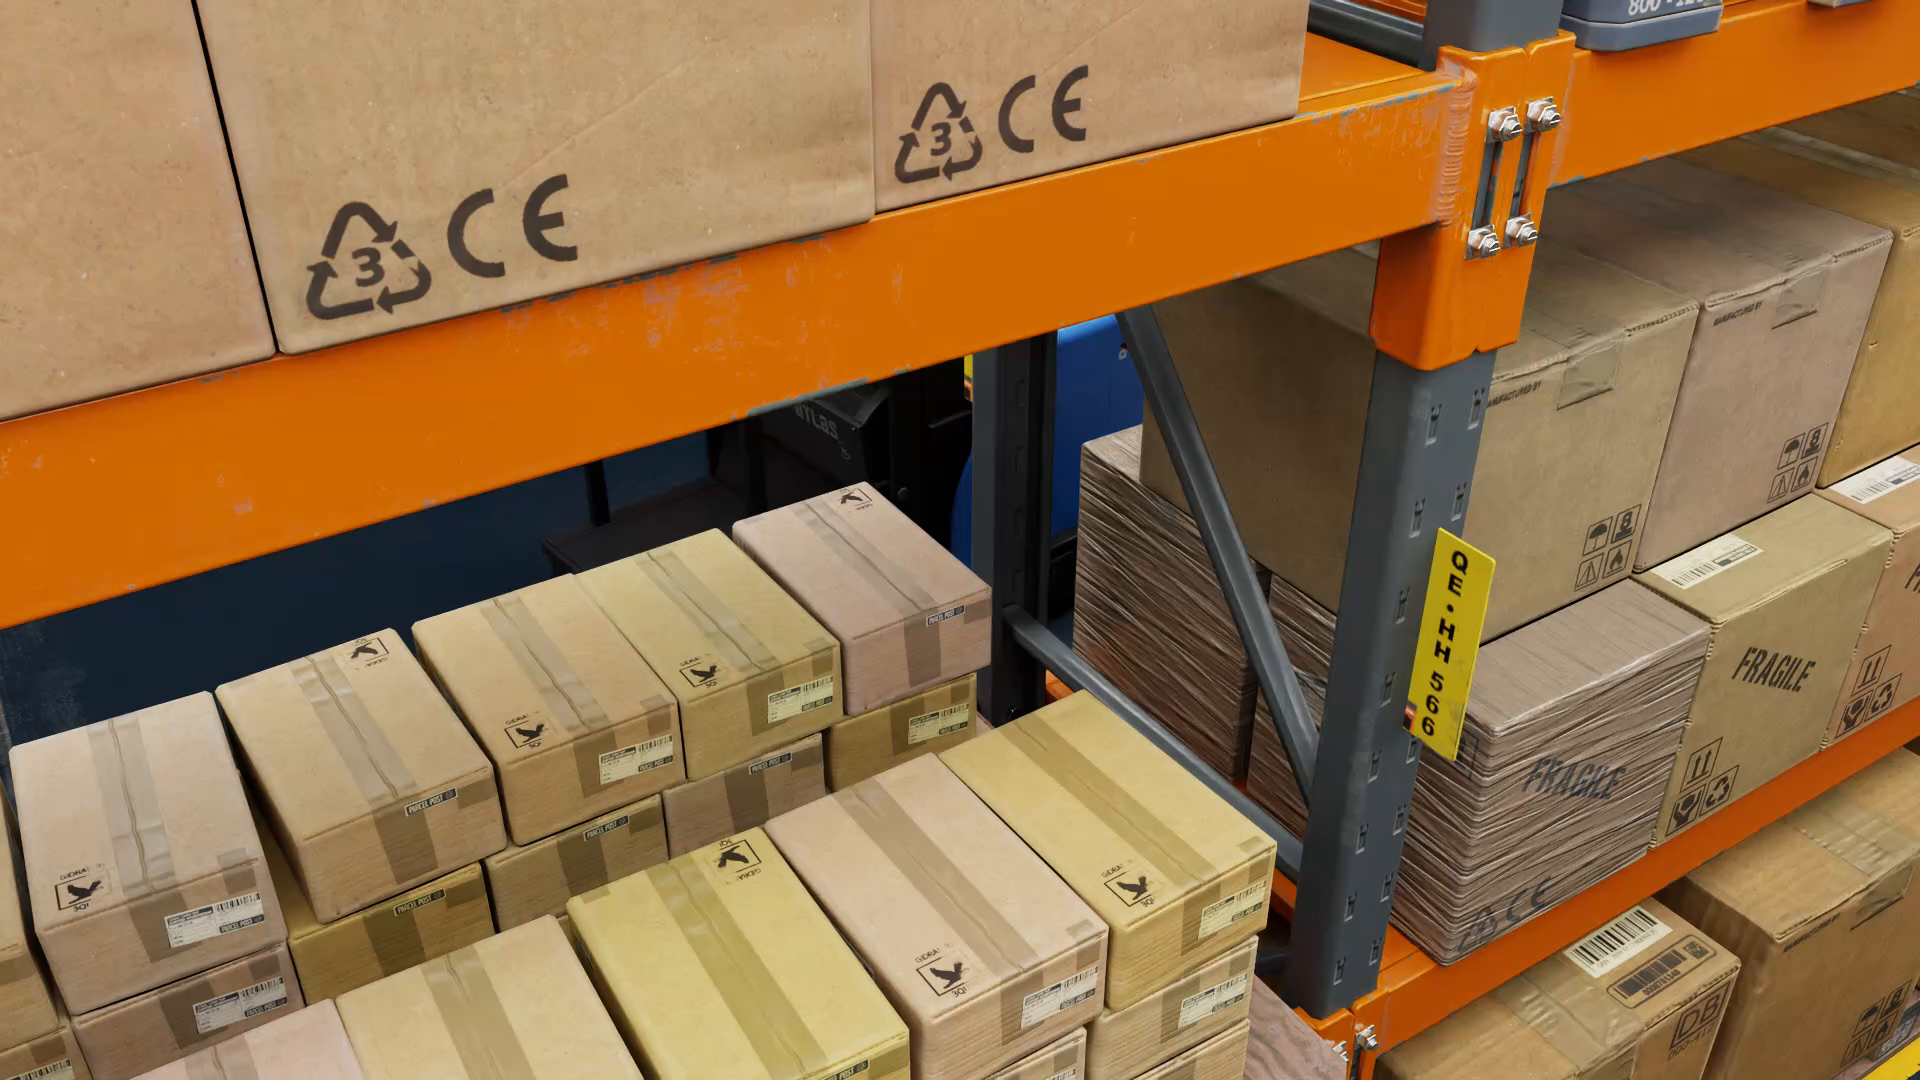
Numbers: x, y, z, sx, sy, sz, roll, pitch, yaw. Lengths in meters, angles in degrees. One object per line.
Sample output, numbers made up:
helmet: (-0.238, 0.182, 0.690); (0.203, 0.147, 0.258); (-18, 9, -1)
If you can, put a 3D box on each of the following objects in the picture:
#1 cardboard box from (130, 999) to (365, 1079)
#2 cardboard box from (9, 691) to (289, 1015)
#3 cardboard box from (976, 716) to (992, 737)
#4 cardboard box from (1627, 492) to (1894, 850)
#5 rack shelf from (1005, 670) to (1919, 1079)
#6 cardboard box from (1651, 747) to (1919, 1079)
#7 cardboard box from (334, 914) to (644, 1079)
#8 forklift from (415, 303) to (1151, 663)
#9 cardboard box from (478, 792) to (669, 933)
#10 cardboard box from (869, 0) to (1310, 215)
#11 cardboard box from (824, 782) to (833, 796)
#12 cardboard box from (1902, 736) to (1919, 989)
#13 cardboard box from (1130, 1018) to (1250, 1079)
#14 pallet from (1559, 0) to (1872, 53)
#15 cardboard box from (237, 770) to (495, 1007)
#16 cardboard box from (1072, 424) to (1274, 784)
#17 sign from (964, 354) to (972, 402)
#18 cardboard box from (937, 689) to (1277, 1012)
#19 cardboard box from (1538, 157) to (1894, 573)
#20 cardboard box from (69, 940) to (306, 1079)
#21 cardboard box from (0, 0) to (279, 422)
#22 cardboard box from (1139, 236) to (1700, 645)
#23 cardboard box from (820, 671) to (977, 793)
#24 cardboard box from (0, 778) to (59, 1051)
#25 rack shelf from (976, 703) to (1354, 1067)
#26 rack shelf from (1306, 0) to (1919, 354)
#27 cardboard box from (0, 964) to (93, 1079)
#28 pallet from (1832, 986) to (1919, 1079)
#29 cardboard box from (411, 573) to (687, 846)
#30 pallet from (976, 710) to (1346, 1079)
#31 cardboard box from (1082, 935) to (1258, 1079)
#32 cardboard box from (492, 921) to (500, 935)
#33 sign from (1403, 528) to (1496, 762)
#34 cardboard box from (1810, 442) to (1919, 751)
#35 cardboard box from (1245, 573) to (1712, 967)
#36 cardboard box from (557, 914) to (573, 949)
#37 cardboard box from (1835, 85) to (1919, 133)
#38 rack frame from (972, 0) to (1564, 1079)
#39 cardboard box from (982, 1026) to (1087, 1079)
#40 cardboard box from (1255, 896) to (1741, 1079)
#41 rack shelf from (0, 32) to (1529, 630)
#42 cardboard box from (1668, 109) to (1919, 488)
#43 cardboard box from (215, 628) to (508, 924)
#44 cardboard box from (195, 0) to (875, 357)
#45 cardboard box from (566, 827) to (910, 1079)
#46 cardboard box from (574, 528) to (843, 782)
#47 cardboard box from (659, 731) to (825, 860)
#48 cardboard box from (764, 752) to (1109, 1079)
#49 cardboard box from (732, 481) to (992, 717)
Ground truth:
cardboard box: (-0.684, 0.675, 1.653); (0.250, 0.149, 0.380); (-19, 37, -27)
cardboard box: (-1.035, 0.384, 2.114); (0.250, 0.149, 0.380); (-17, 36, -25)
cardboard box: (-0.145, 0.325, 2.766); (0.250, 0.149, 0.380); (-20, 37, -28)
cardboard box: (1.290, 0.158, 3.094); (0.500, 0.500, 0.500); (-19, 37, -28)
rack shelf: (2.021, 0.083, 3.981); (4.000, 0.370, 1.077); (-19, 37, -27)
cardboard box: (1.634, 0.741, 3.978); (0.750, 0.750, 1.050); (-18, 37, -27)
cardboard box: (-0.478, 0.608, 1.759); (0.250, 0.149, 0.380); (-18, 36, -26)
forklift: (-0.702, -0.884, 4.904); (3.031, 2.935, 1.130); (-24, 40, -33)
cardboard box: (-0.624, 0.368, 2.419); (0.250, 0.149, 0.380); (-20, 37, -29)
cardboard box: (-0.002, -0.675, 1.603); (0.500, 0.500, 0.500); (-19, 37, -27)
cardboard box: (-0.371, 0.402, 2.643); (0.250, 0.149, 0.380); (-17, 36, -25)
cardboard box: (2.417, 0.472, 4.406); (0.750, 0.750, 1.050); (-19, 37, -27)
cardboard box: (0.175, 0.635, 2.274); (0.250, 0.149, 0.380); (-18, 37, -27)
pallet: (0.853, -1.041, 2.455); (1.003, 0.211, 1.213); (-17, 36, -25)
cardboard box: (-0.836, 0.441, 2.303); (0.250, 0.149, 0.380); (-19, 37, -27)
cardboard box: (0.574, 0.064, 3.243); (0.500, 0.500, 0.500); (-19, 37, -27)
sign: (0.037, -0.380, 2.956); (0.005, 0.325, 0.100); (-19, 37, -27)
cardboard box: (0.177, 0.382, 2.118); (0.250, 0.149, 0.380); (-21, 38, -29)
cardboard box: (1.148, -0.380, 3.010); (0.500, 0.500, 0.700); (-20, 37, -28)
cardboard box: (-1.046, 0.512, 2.189); (0.250, 0.149, 0.380); (-19, 37, -27)
cardboard box: (-0.838, -0.382, 1.138); (0.500, 0.500, 0.500); (-19, 37, -27)
cardboard box: (0.723, -0.233, 2.777); (0.500, 0.500, 0.700); (-19, 37, -28)
cardboard box: (-0.174, 0.210, 2.669); (0.250, 0.149, 0.380); (-17, 36, -25)
cardboard box: (-1.257, 0.462, 1.991); (0.250, 0.149, 0.380); (-18, 36, -26)
rack shelf: (-1.341, 1.240, 2.148); (4.000, 0.370, 1.077); (-19, 37, -27)
rack shelf: (2.021, -1.185, 3.180); (4.000, 0.370, 1.077); (-19, 37, -27)
cardboard box: (-1.256, 0.583, 2.078); (0.250, 0.149, 0.380); (-19, 37, -28)
pallet: (2.068, 0.992, 4.479); (1.213, 0.211, 1.003); (-19, 37, -27)
cardboard box: (-0.586, 0.229, 2.360); (0.250, 0.149, 0.380); (-19, 37, -28)
pallet: (-0.201, 0.692, 2.521); (1.003, 0.211, 1.213); (-19, 37, -27)
cardboard box: (0.172, 0.507, 2.198); (0.250, 0.149, 0.380); (-18, 37, -26)
cardboard box: (-0.823, 0.559, 2.394); (0.250, 0.149, 0.380); (-17, 36, -25)
sign: (0.642, 0.142, 2.203); (0.005, 0.325, 0.100); (-19, 37, -27)
cardboard box: (1.714, 0.012, 3.325); (0.500, 0.500, 0.500); (-19, 37, -27)
cardboard box: (0.864, 0.306, 2.859); (0.500, 0.500, 0.500); (-19, 37, -27)
cardboard box: (-0.597, 0.480, 2.519); (0.250, 0.149, 0.380); (-17, 36, -25)
cardboard box: (2.007, -0.677, 3.481); (0.500, 0.500, 0.700); (-19, 37, -28)
rack frame: (0.342, 0.359, 2.870); (0.053, 2.616, 0.949); (-19, 37, -27)
cardboard box: (-0.052, 0.585, 2.074); (0.250, 0.149, 0.380); (-18, 36, -26)
cardboard box: (0.901, 0.995, 3.575); (0.750, 0.750, 1.050); (-20, 37, -28)
rack shelf: (-1.341, -0.029, 1.347); (4.000, 0.370, 1.077); (-19, 37, -27)
cardboard box: (1.578, -0.529, 3.247); (0.500, 0.500, 0.700); (-20, 37, -28)
cardboard box: (-0.809, 0.305, 2.239); (0.250, 0.149, 0.380); (-21, 38, -29)
cardboard box: (-0.415, -0.524, 1.364); (0.500, 0.500, 0.500); (-19, 37, -27)
cardboard box: (-0.256, 0.529, 1.884); (0.250, 0.149, 0.380); (-18, 36, -26)
cardboard box: (-0.377, 0.160, 2.469); (0.250, 0.149, 0.380); (-20, 37, -29)
cardboard box: (-0.401, 0.289, 2.543); (0.250, 0.149, 0.380); (-17, 36, -25)
cardboard box: (-0.035, 0.453, 2.004); (0.250, 0.149, 0.380); (-19, 37, -28)
cardboard box: (-0.157, 0.082, 2.592); (0.250, 0.149, 0.380); (-19, 37, -27)
